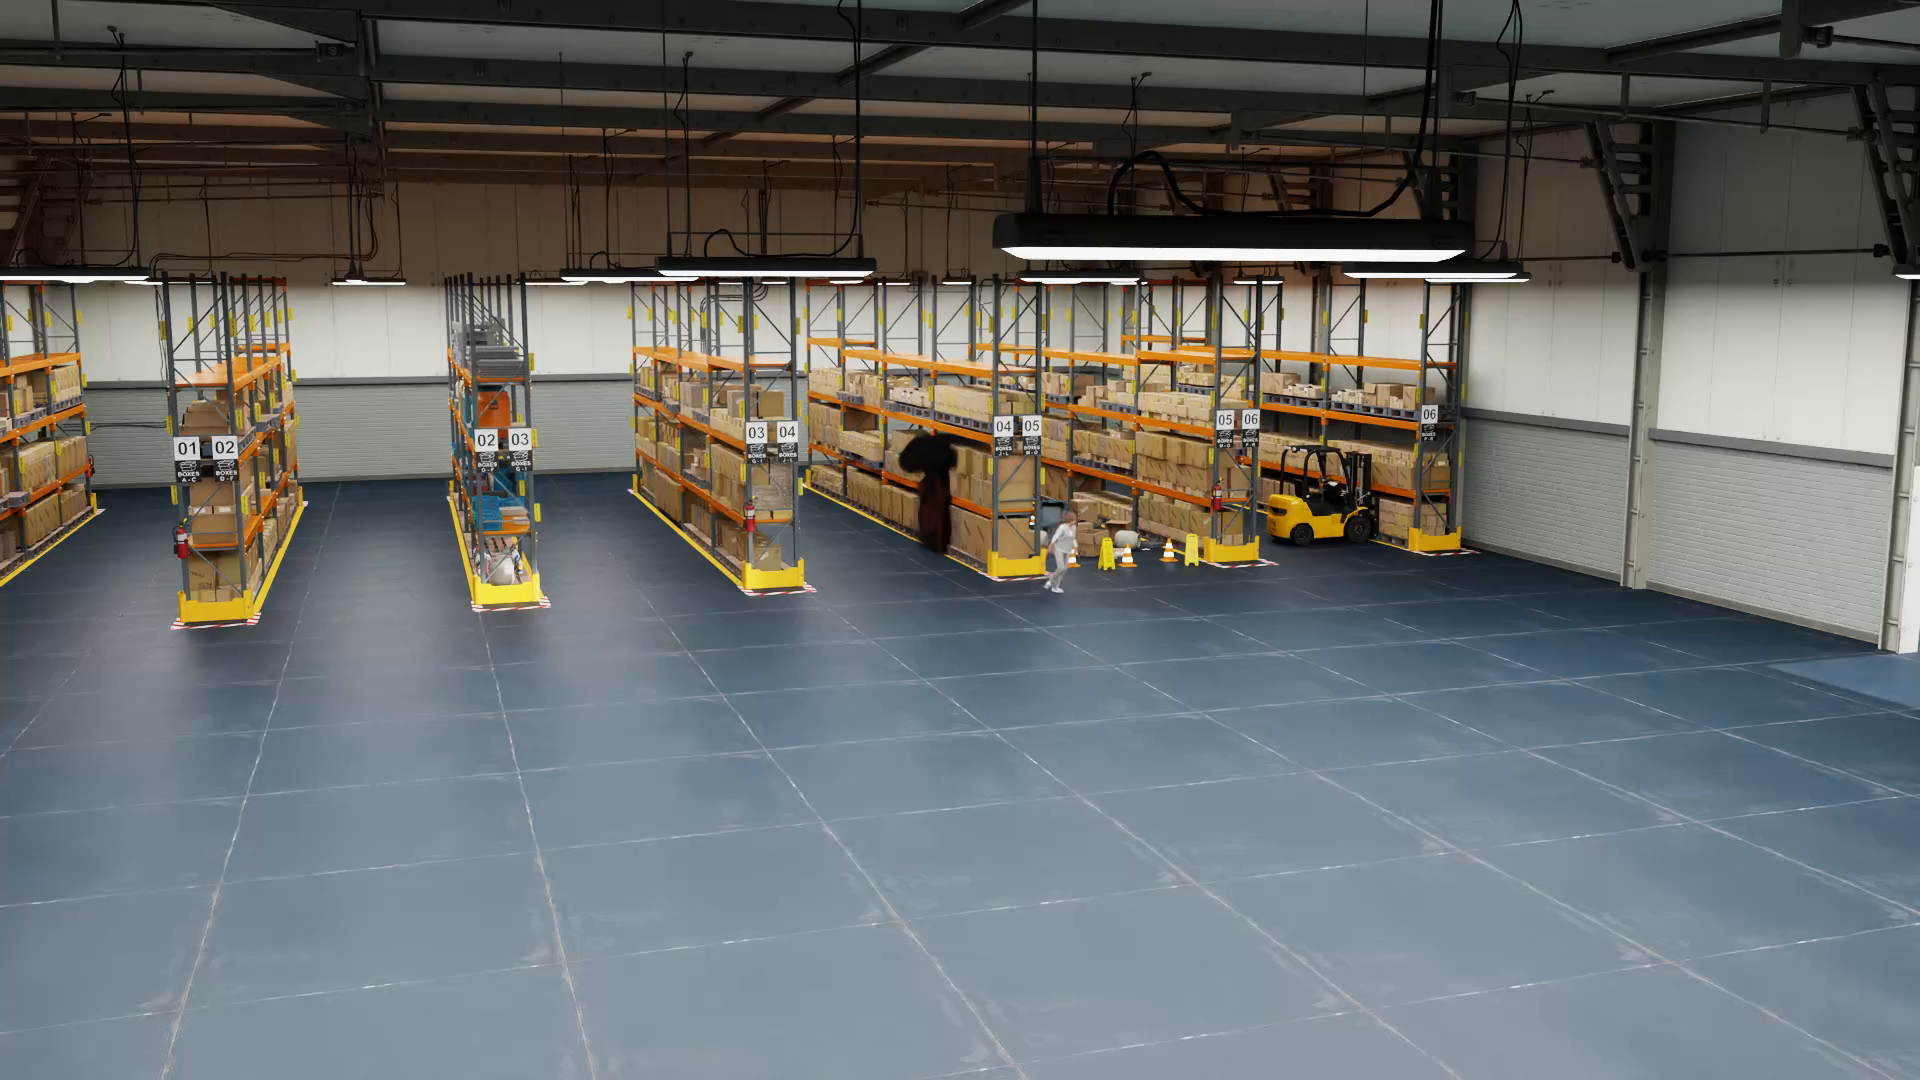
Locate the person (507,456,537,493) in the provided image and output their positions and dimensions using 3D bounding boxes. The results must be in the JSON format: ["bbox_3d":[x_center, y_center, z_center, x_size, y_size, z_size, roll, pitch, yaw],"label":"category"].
[{"bbox_3d":[-12.389,-2.176,46.596,0.970,1.742,0.753,1,9,8],"label":"person"}]

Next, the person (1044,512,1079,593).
[{"bbox_3d":[1.934,0.241,31.416,0.568,1.552,0.539,-7,11,-39],"label":"person"}]
